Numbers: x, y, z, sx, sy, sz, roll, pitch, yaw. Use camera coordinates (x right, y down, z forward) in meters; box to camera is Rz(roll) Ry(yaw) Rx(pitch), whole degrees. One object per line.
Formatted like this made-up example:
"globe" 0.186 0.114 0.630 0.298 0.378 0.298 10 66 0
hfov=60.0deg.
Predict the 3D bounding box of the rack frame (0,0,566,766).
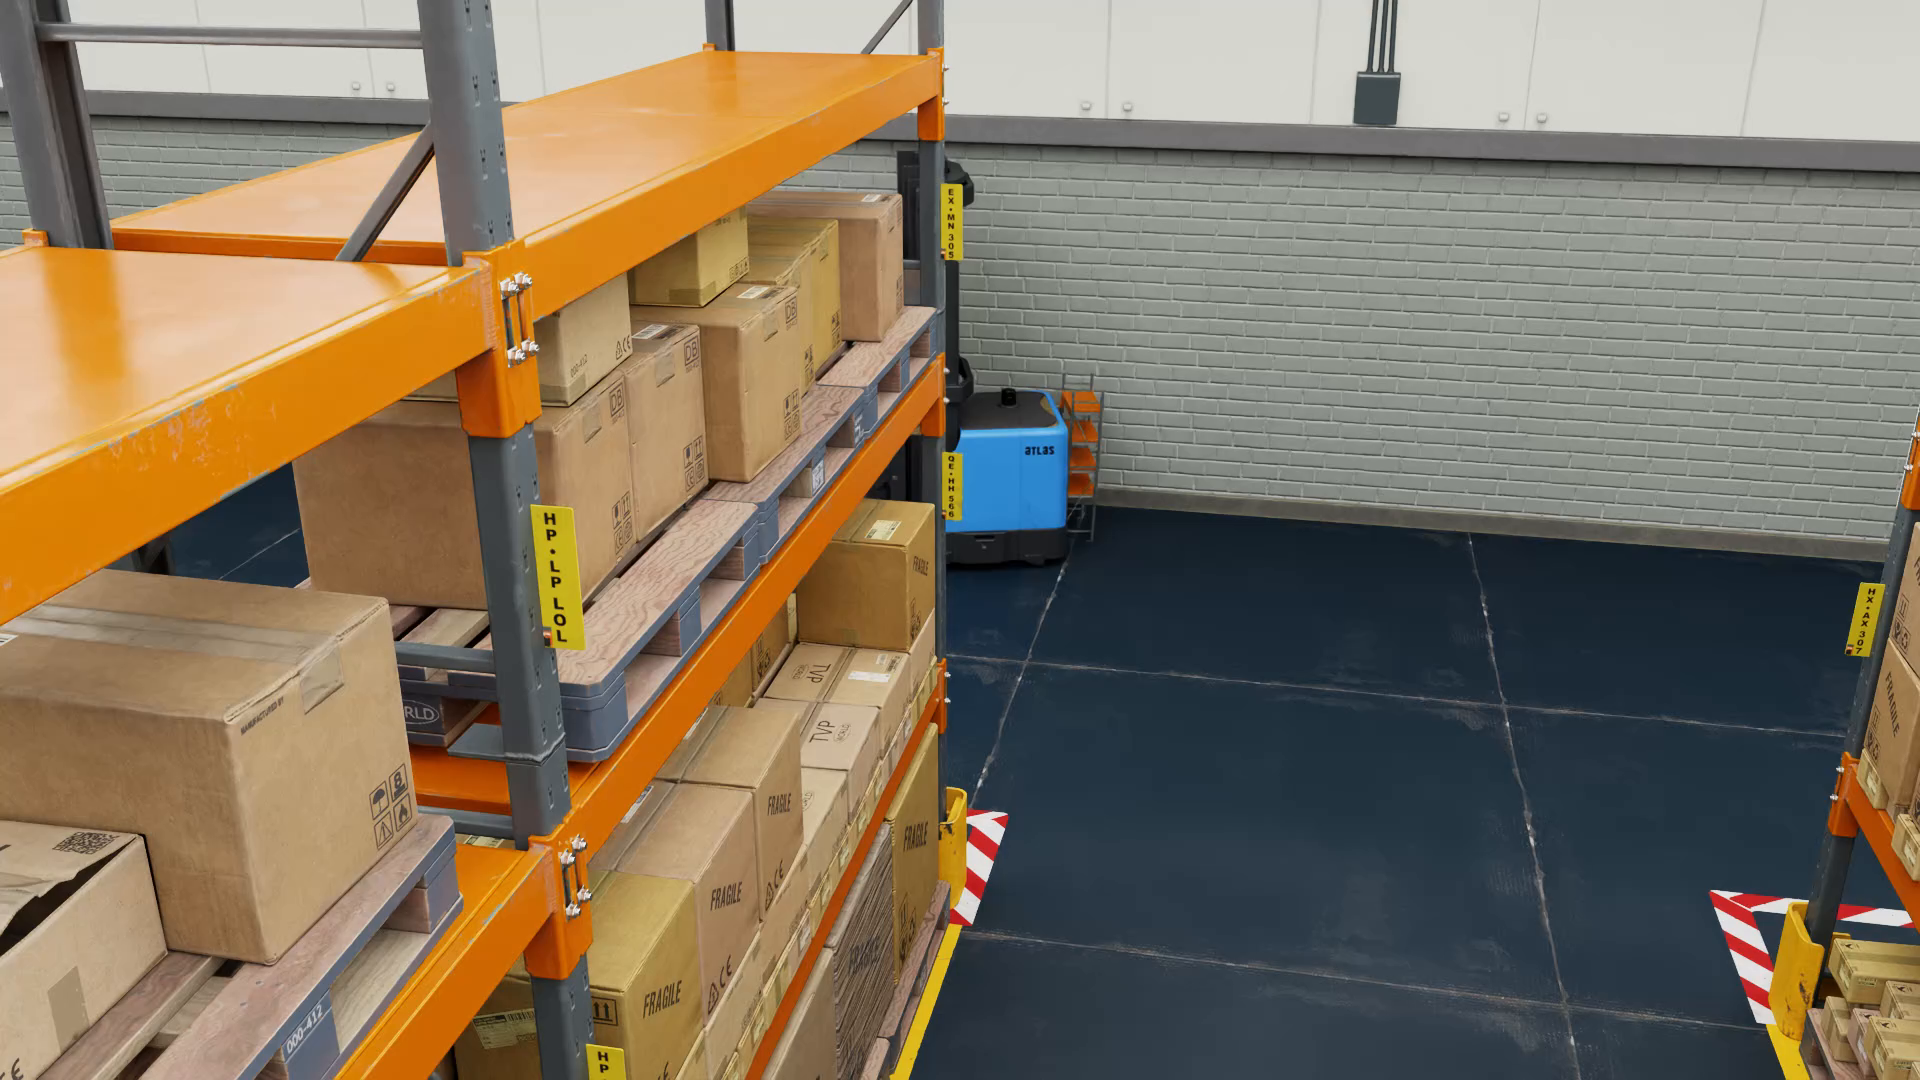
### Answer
"rack frame" -1.383 -0.962 3.196 1.000 3.000 0.127 4 22 11

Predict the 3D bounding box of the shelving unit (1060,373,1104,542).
"shelving unit" 0.910 -0.639 12.820 0.258 1.200 0.503 0 22 -5

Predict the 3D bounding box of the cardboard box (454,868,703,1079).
"cardboard box" -1.035 1.249 4.536 0.500 0.500 0.500 4 22 11

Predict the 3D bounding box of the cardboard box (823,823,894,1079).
"cardboard box" -0.805 1.722 6.845 0.875 0.875 0.875 4 22 11

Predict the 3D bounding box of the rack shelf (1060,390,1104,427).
"rack shelf" 0.926 -1.004 12.675 0.258 0.148 0.480 0 22 -5

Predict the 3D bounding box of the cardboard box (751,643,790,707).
"cardboard box" -1.029 0.635 7.064 0.500 0.250 0.500 4 22 10

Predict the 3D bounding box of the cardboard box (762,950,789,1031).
"cardboard box" -0.787 1.472 5.519 0.380 0.149 0.250 4 22 10

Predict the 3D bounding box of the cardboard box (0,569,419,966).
"cardboard box" -1.492 0.401 3.131 0.700 0.500 0.500 5 22 12

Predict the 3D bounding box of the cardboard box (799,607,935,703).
"cardboard box" -0.406 0.487 7.432 0.500 0.250 0.500 4 22 10

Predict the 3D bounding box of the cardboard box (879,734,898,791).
"cardboard box" -0.473 0.908 6.919 0.380 0.149 0.250 5 22 12

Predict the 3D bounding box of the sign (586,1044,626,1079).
"sign" -0.850 1.358 4.022 0.100 0.325 0.005 4 22 11

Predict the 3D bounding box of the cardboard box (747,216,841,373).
"cardboard box" -0.853 -0.930 6.303 0.700 0.500 0.500 4 22 9

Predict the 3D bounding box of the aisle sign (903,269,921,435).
"aisle sign" -0.259 -0.851 7.472 0.394 0.787 0.004 4 22 11

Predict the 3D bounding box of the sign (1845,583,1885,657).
"sign" 3.737 0.330 6.860 0.100 0.325 0.005 4 22 11

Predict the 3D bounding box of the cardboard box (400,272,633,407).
"cardboard box" -1.185 -0.549 4.354 0.500 0.250 0.500 3 22 7

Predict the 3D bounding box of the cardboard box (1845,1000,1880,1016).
"cardboard box" 3.910 1.935 6.890 0.380 0.149 0.250 5 23 13

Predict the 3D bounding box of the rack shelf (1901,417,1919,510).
"rack shelf" 3.860 0.447 4.677 1.077 0.370 4.000 4 22 11

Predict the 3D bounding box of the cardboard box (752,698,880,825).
"cardboard box" -0.614 0.859 6.509 0.500 0.250 0.500 4 22 9

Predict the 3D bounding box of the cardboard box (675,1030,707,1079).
"cardboard box" -1.031 1.601 4.667 0.500 0.250 0.500 4 22 10

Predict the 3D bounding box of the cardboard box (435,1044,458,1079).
"cardboard box" -1.551 1.216 4.617 0.500 0.500 0.500 5 22 12

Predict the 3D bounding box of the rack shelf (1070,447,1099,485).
"rack shelf" 0.907 -0.577 12.845 0.258 0.148 0.480 0 22 -5

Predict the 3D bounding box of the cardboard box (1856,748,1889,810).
"cardboard box" 3.881 0.983 6.734 0.380 0.149 0.250 4 22 10

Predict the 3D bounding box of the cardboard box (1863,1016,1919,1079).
"cardboard box" 3.713 1.983 6.373 0.380 0.149 0.250 4 22 11

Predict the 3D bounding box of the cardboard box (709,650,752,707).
"cardboard box" -1.131 0.470 6.471 0.500 0.500 0.500 4 22 9

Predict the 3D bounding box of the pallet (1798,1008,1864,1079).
"pallet" 4.052 2.389 6.640 1.003 0.211 1.213 4 22 11

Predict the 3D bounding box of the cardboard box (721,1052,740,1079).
"cardboard box" -0.890 1.662 5.048 0.380 0.149 0.250 5 23 13

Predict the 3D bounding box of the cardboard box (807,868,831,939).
"cardboard box" -0.681 1.284 5.986 0.380 0.149 0.250 4 22 9

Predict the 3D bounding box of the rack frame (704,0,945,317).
"rack frame" -0.567 -2.425 6.829 1.000 3.000 0.127 4 22 11

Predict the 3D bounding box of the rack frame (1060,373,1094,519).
"rack frame" 0.889 -0.730 13.046 0.240 1.200 0.015 0 22 -5

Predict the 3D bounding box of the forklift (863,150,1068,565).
"forklift" -0.750 -1.298 12.152 3.031 2.935 1.130 -2 22 -5

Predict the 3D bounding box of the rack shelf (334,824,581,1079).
"rack shelf" -1.791 1.495 2.075 1.077 0.370 4.000 4 22 11

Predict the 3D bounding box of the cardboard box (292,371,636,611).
"cardboard box" -1.282 -0.149 4.363 0.700 0.500 0.500 3 22 8

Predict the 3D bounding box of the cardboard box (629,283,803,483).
"cardboard box" -0.923 -0.526 5.298 0.700 0.500 0.500 5 23 13

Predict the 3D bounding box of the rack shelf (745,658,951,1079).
"rack shelf" -0.975 1.423 6.268 1.077 0.370 4.000 4 22 11

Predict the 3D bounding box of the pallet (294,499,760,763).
"pallet" -1.206 0.172 4.514 1.003 0.211 1.213 4 22 11

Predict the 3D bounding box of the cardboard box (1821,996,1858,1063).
"cardboard box" 3.848 2.068 6.958 0.380 0.149 0.250 5 22 12

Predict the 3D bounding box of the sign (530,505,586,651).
"sign" -0.850 0.082 3.507 0.100 0.325 0.005 4 22 11

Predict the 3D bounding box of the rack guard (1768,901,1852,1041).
"rack guard" 4.253 1.960 7.317 1.175 0.500 0.348 4 22 11

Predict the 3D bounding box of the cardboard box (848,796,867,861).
"cardboard box" -0.577 1.098 6.447 0.380 0.149 0.250 5 22 11

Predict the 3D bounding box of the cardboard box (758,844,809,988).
"cardboard box" -0.824 1.229 5.589 0.500 0.250 0.500 5 22 12

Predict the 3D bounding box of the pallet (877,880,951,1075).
"pallet" -0.654 1.950 7.729 1.003 0.211 1.213 4 22 11

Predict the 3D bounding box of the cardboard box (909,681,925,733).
"cardboard box" -0.369 0.725 7.374 0.380 0.149 0.250 5 22 11

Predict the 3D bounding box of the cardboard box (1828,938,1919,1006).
"cardboard box" 3.829 1.790 6.850 0.380 0.149 0.250 3 22 8

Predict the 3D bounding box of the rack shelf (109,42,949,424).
"rack shelf" -0.975 -1.174 5.222 1.077 0.370 4.000 4 22 11

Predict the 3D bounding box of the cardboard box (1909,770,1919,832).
"cardboard box" 3.822 0.930 5.998 0.500 0.500 0.500 5 22 11

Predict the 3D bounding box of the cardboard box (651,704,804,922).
"cardboard box" -0.825 0.879 5.455 0.500 0.500 0.500 4 22 9

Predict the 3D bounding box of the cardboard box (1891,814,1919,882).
"cardboard box" 3.762 1.174 6.261 0.380 0.149 0.250 4 22 9

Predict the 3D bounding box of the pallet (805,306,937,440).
"pallet" -0.708 -0.720 6.730 1.003 0.211 1.213 4 22 11
